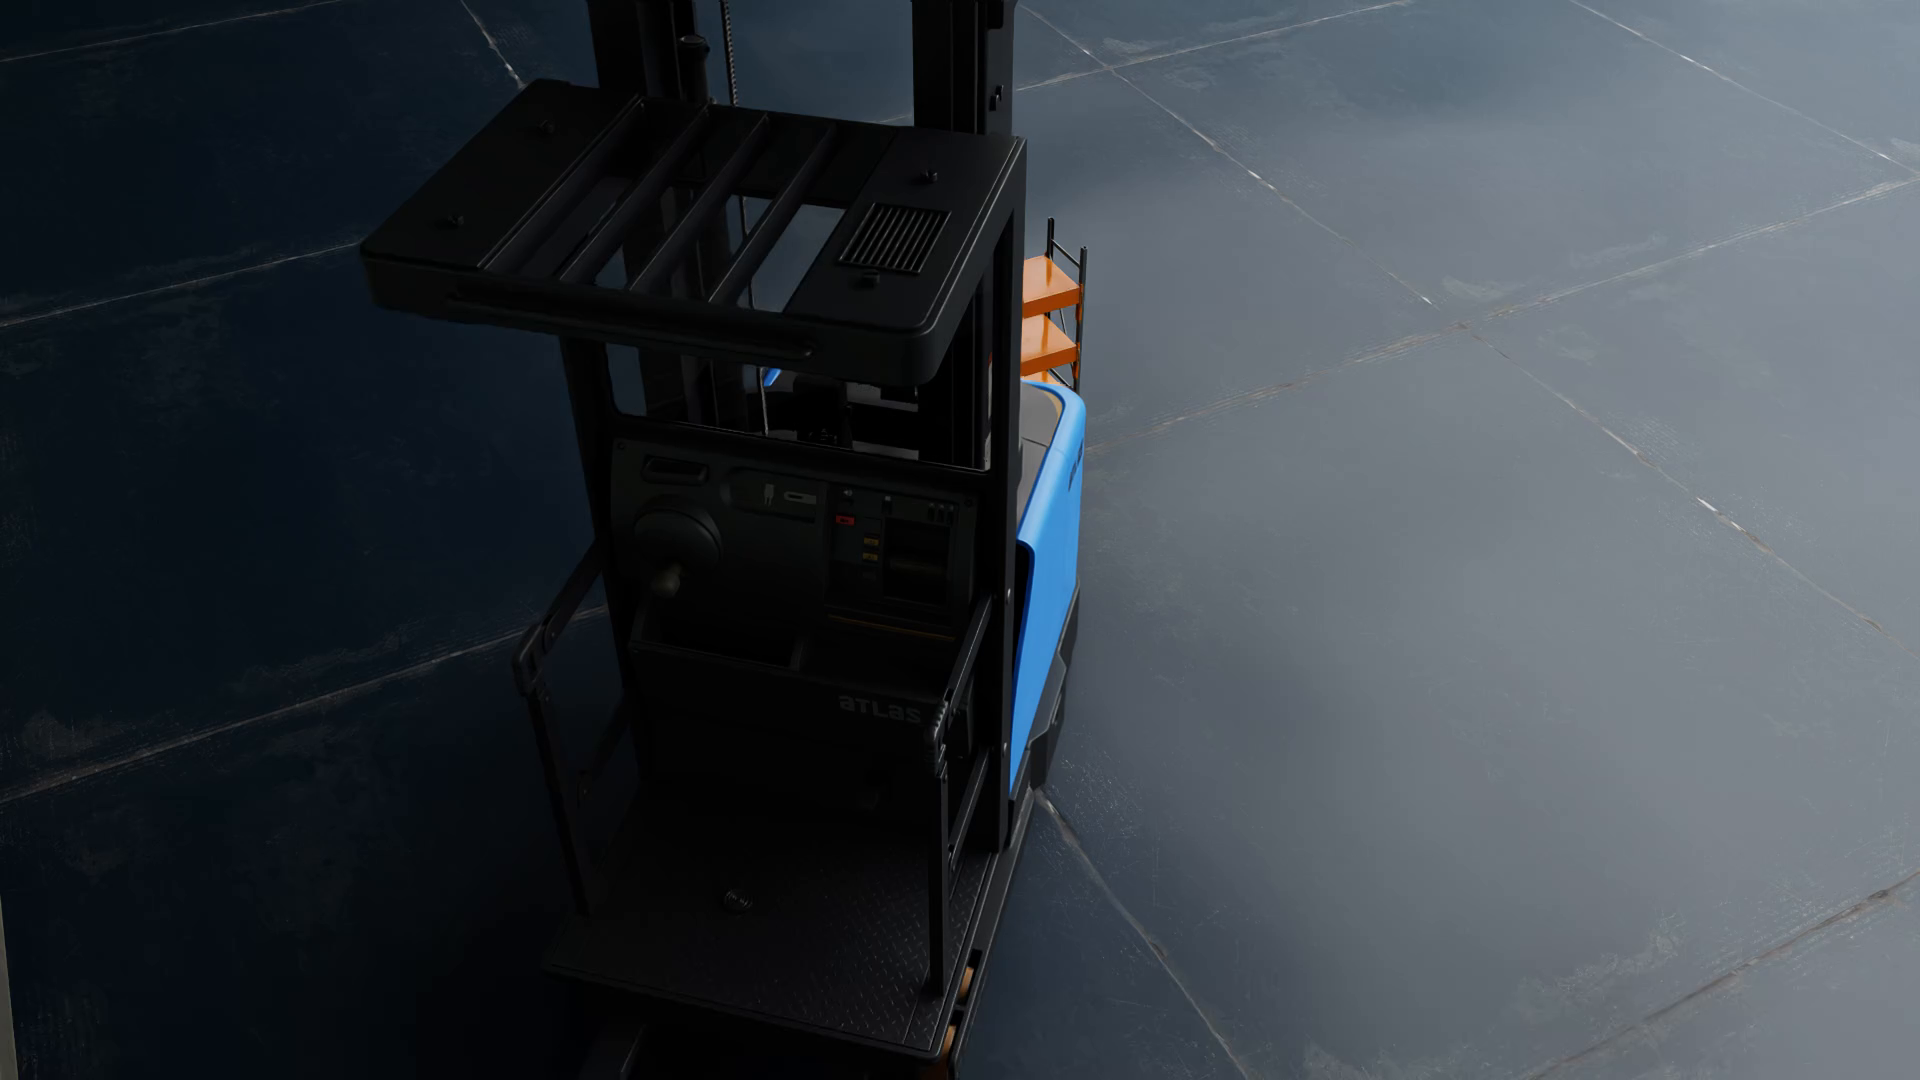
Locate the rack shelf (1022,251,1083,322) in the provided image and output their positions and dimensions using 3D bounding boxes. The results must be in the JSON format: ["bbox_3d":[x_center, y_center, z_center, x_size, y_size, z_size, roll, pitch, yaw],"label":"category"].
[{"bbox_3d":[0.147,-0.807,5.667,0.480,0.148,0.258,-19,44,-21],"label":"rack shelf"}]

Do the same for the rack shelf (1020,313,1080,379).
[{"bbox_3d":[0.147,-0.627,5.820,0.480,0.148,0.258,-19,44,-21],"label":"rack shelf"}]

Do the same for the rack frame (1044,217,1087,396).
[{"bbox_3d":[0.363,-0.580,6.007,0.015,1.200,0.240,-19,44,-21],"label":"rack frame"}]

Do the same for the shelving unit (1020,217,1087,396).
[{"bbox_3d":[0.147,-0.507,5.921,0.503,1.200,0.258,-19,44,-21],"label":"shelving unit"}]

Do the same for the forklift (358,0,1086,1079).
[{"bbox_3d":[-0.465,0.070,3.899,1.130,2.935,3.031,10,41,11],"label":"forklift"}]

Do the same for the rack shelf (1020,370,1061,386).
[{"bbox_3d":[0.147,-0.456,5.964,0.480,0.148,0.258,-19,44,-21],"label":"rack shelf"}]
